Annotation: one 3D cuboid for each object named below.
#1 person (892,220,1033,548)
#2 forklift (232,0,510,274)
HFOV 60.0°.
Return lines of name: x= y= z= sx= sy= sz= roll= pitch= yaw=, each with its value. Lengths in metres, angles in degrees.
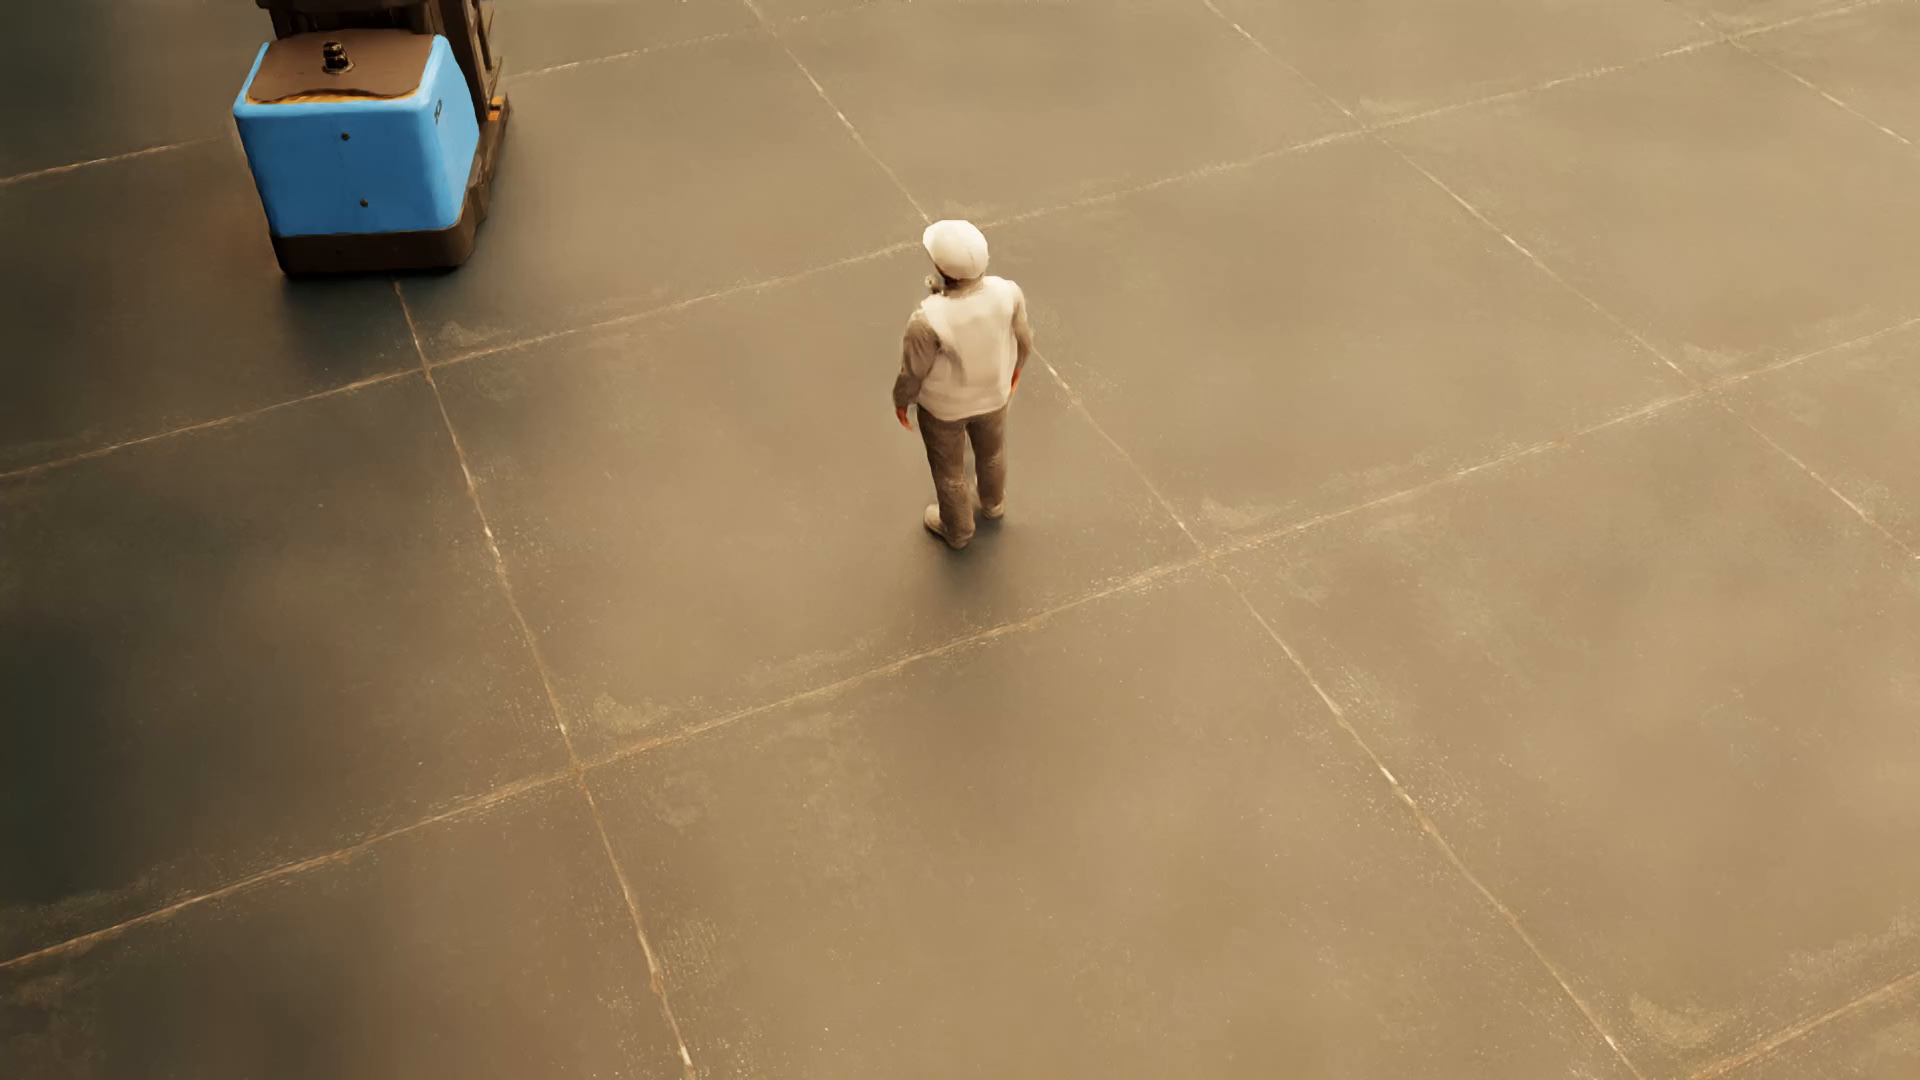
person: x=-0.019 y=-0.695 z=7.262 sx=0.632 sy=1.773 sz=0.567 roll=-18 pitch=46 yaw=-18
forklift: x=-3.434 y=-3.565 z=9.501 sx=1.130 sy=2.935 sz=3.031 roll=-3 pitch=43 yaw=-4
